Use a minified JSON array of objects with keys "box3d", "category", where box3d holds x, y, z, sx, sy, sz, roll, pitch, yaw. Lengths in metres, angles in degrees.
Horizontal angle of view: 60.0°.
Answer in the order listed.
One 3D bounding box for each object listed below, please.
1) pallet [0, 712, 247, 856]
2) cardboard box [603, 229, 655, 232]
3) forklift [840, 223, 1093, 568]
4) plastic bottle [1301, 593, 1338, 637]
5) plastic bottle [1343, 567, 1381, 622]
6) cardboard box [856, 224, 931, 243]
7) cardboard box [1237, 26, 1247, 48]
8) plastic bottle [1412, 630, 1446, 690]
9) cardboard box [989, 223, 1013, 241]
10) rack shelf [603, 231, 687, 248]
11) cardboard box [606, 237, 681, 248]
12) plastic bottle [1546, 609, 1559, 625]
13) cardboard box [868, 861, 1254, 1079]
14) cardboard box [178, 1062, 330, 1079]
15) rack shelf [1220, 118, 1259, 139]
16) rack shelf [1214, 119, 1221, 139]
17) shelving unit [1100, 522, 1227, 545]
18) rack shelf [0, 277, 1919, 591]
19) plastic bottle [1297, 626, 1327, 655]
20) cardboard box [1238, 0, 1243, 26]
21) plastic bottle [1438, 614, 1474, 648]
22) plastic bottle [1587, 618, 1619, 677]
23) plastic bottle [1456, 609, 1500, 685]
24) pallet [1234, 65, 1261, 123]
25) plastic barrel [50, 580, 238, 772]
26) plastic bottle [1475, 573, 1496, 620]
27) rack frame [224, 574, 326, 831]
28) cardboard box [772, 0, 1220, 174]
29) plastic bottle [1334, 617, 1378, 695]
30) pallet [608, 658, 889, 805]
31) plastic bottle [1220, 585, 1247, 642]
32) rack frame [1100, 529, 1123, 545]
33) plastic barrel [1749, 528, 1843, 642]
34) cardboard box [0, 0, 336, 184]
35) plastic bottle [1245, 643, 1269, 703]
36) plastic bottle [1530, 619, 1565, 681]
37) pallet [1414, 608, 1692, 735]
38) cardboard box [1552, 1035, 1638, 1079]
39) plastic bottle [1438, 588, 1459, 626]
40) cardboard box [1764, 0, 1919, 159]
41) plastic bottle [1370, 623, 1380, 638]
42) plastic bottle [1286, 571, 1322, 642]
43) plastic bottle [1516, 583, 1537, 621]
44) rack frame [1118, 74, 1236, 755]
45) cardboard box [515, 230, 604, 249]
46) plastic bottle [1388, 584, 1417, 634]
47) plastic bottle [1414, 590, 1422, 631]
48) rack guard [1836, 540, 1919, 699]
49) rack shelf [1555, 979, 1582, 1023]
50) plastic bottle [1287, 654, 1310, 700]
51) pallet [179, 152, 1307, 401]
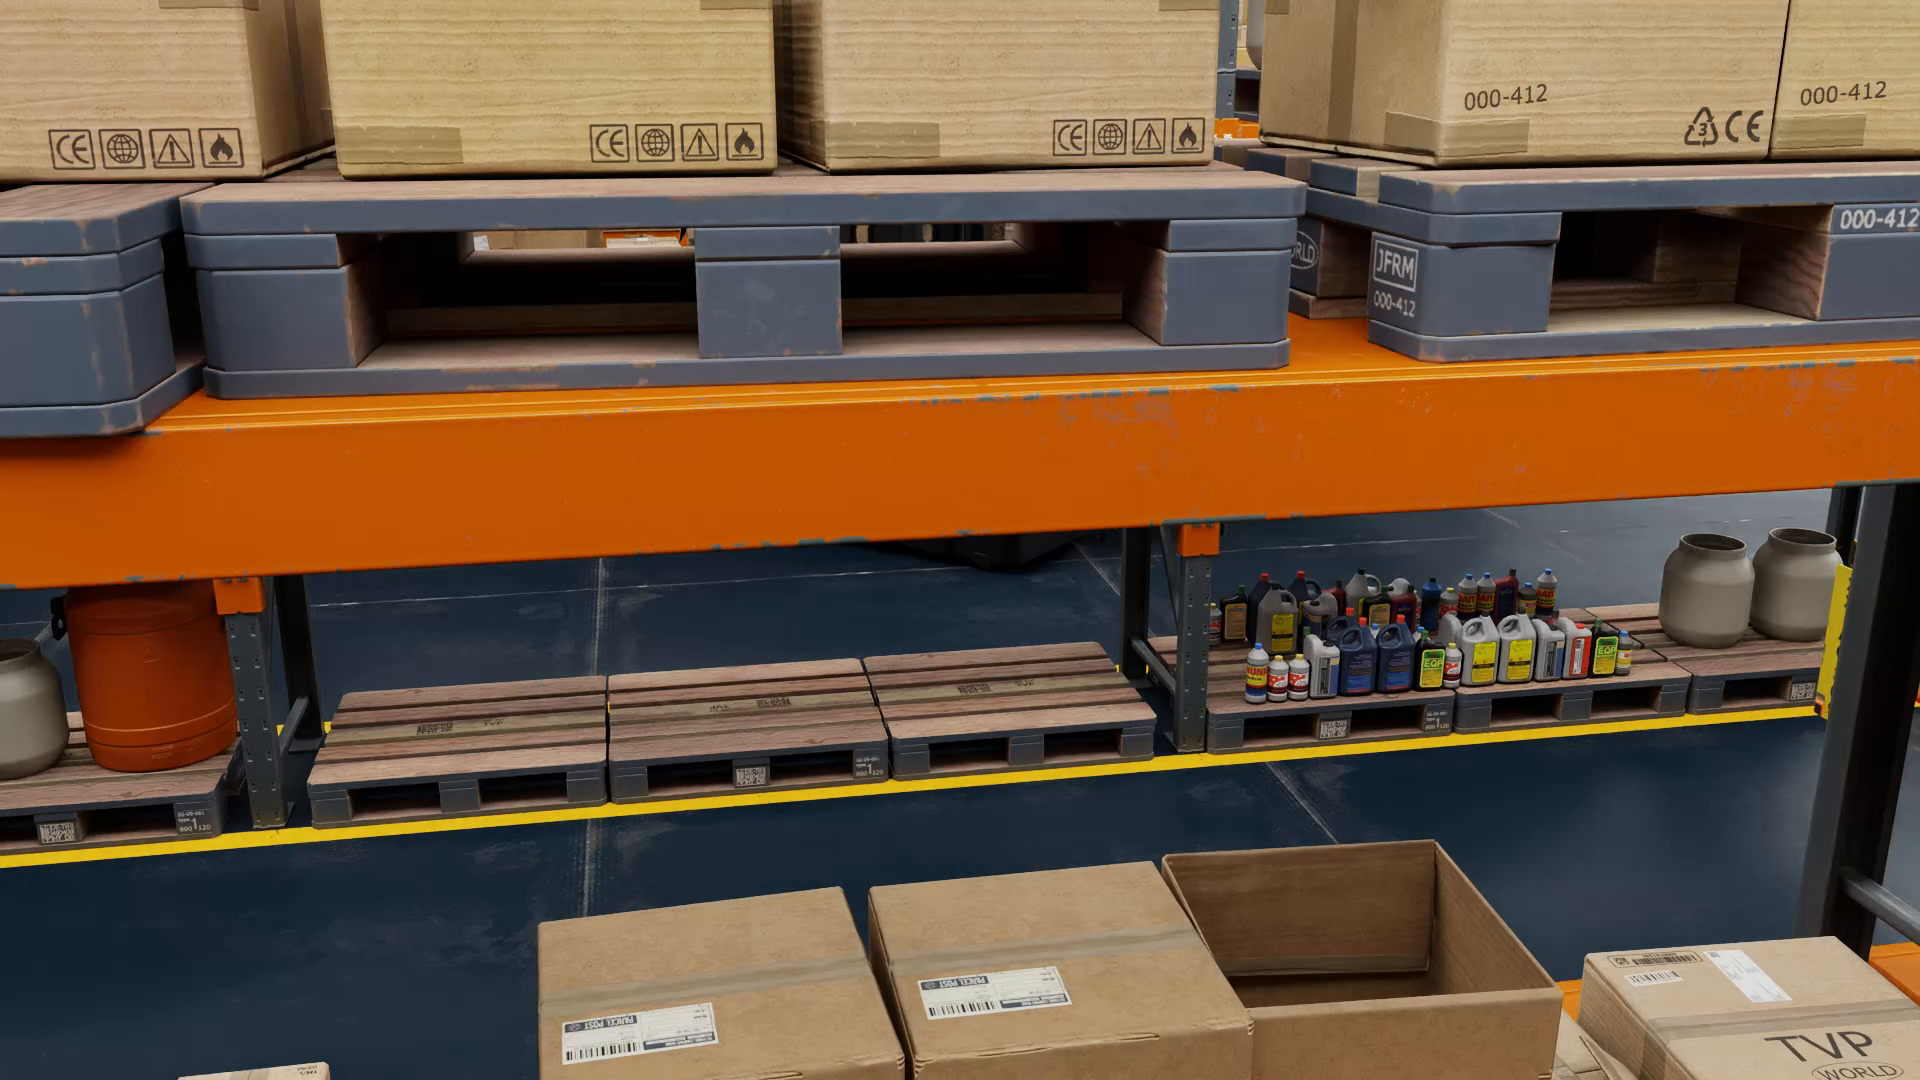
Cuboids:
[{"box3d":[-3.726,1.013,7.153,1.213,0.211,1.003,-3,17,-10],"category":"pallet"},{"box3d":[-3.255,-3.291,16.247,0.500,0.500,0.500,-3,17,-10],"category":"cardboard box"},{"box3d":[-0.622,-1.544,10.846,3.031,2.935,1.130,11,20,33],"category":"forklift"},{"box3d":[1.786,0.405,8.274,0.135,0.276,0.152,-3,17,-10],"category":"plastic bottle"},{"box3d":[2.051,0.310,8.456,0.185,0.351,0.144,-3,17,-11],"category":"plastic bottle"},{"box3d":[-0.779,-2.510,12.137,1.000,1.000,1.000,-3,17,-10],"category":"cardboard box"},{"box3d":[1.925,-3.616,11.943,0.250,0.149,0.380,-3,17,-9],"category":"cardboard box"},{"box3d":[2.194,0.557,7.767,0.133,0.283,0.061,-2,17,-8],"category":"plastic bottle"},{"box3d":[0.481,-2.223,12.265,0.500,0.500,0.875,-3,17,-10],"category":"cardboard box"},{"box3d":[-2.778,-3.006,16.716,4.000,0.370,1.077,-3,17,-10],"category":"rack shelf"},{"box3d":[-2.210,-1.960,11.623,0.500,0.250,0.500,-4,17,-12],"category":"cardboard box"},{"box3d":[2.901,0.471,8.046,0.133,0.283,0.061,-3,17,-10],"category":"plastic bottle"},{"box3d":[0.137,0.877,2.676,0.500,0.500,0.500,-3,17,-10],"category":"cardboard box"},{"box3d":[-1.193,1.043,2.735,0.250,0.149,0.380,-3,17,-10],"category":"cardboard box"},{"box3d":[2.931,-1.800,7.679,4.000,0.370,1.077,-3,17,-10],"category":"rack shelf"},{"box3d":[-0.996,-1.577,6.954,4.000,0.370,1.077,-3,17,-10],"category":"rack shelf"},{"box3d":[1.328,-0.727,10.624,0.755,1.500,0.431,-13,21,-36],"category":"shelving unit"},{"box3d":[-0.060,-0.149,2.304,4.000,0.370,1.077,-3,17,-10],"category":"rack shelf"},{"box3d":[1.655,0.542,7.816,0.133,0.283,0.061,-3,17,-10],"category":"plastic bottle"},{"box3d":[2.686,-5.330,16.809,0.500,0.250,0.500,-3,17,-10],"category":"cardboard box"},{"box3d":[2.389,0.492,7.989,0.135,0.276,0.152,-3,17,-10],"category":"plastic bottle"},{"box3d":[3.063,0.507,7.928,0.133,0.283,0.061,-3,17,-9],"category":"plastic bottle"},{"box3d":[2.441,0.498,7.844,0.185,0.351,0.144,-3,17,-11],"category":"plastic bottle"},{"box3d":[1.657,-2.010,7.461,1.003,0.211,1.213,-3,17,-10],"category":"pallet"},{"box3d":[-3.437,0.493,7.078,0.708,0.830,0.600,-3,17,-10],"category":"plastic barrel"},{"box3d":[2.719,0.303,8.614,0.097,0.271,0.097,0,17,0],"category":"plastic bottle"},{"box3d":[-2.960,-0.376,6.926,0.127,3.000,1.000,-3,17,-10],"category":"rack frame"},{"box3d":[0.015,-0.644,2.232,0.500,0.250,0.500,-5,18,-15],"category":"cardboard box"},{"box3d":[1.839,0.532,7.732,0.185,0.351,0.144,-3,17,-9],"category":"plastic bottle"},{"box3d":[-0.997,0.858,7.657,1.213,0.211,1.003,-3,17,-10],"category":"pallet"},{"box3d":[1.377,0.368,8.382,0.133,0.283,0.061,-2,17,-8],"category":"plastic bottle"},{"box3d":[1.039,-0.661,10.409,0.023,1.500,0.400,-13,21,-36],"category":"rack frame"},{"box3d":[4.263,0.226,8.489,0.421,0.512,0.421,0,17,0],"category":"plastic barrel"},{"box3d":[-1.078,-0.586,2.043,0.500,0.250,0.500,-3,17,-9],"category":"cardboard box"},{"box3d":[1.363,0.604,7.633,0.097,0.271,0.097,0,17,0],"category":"plastic bottle"},{"box3d":[2.786,0.513,7.922,0.135,0.276,0.152,-4,17,-12],"category":"plastic bottle"},{"box3d":[2.835,0.640,8.368,1.213,0.211,1.003,-3,17,-10],"category":"pallet"},{"box3d":[1.075,0.996,2.689,0.258,0.266,0.396,-4,17,-12],"category":"cardboard box"},{"box3d":[2.523,0.348,8.588,0.097,0.201,0.097,0,17,0],"category":"plastic bottle"},{"box3d":[1.297,-0.702,2.419,0.500,0.250,0.500,-1,17,-5],"category":"cardboard box"},{"box3d":[1.958,0.527,7.884,0.097,0.271,0.097,0,17,0],"category":"plastic bottle"},{"box3d":[1.733,0.328,8.398,0.185,0.351,0.144,-4,18,-13],"category":"plastic bottle"},{"box3d":[2.954,0.323,8.668,0.097,0.201,0.097,0,17,0],"category":"plastic bottle"},{"box3d":[0.967,-0.598,7.651,0.127,3.000,1.000,-3,17,-10],"category":"rack frame"},{"box3d":[-2.848,-2.153,11.829,0.500,0.500,0.700,-1,17,-2],"category":"cardboard box"},{"box3d":[2.232,0.365,8.392,0.133,0.283,0.061,-3,17,-10],"category":"plastic bottle"},{"box3d":[2.322,0.359,8.551,0.097,0.201,0.097,0,17,0],"category":"plastic bottle"},{"box3d":[4.829,0.392,8.686,0.348,0.500,1.175,-3,17,-10],"category":"rack guard"},{"box3d":[-0.060,1.285,2.744,4.000,0.370,1.077,-3,17,-10],"category":"rack shelf"},{"box3d":[1.563,0.626,7.681,0.097,0.201,0.097,0,17,0],"category":"plastic bottle"},{"box3d":[-0.277,-0.418,2.276,1.213,0.211,1.003,-2,17,-8],"category":"pallet"}]
